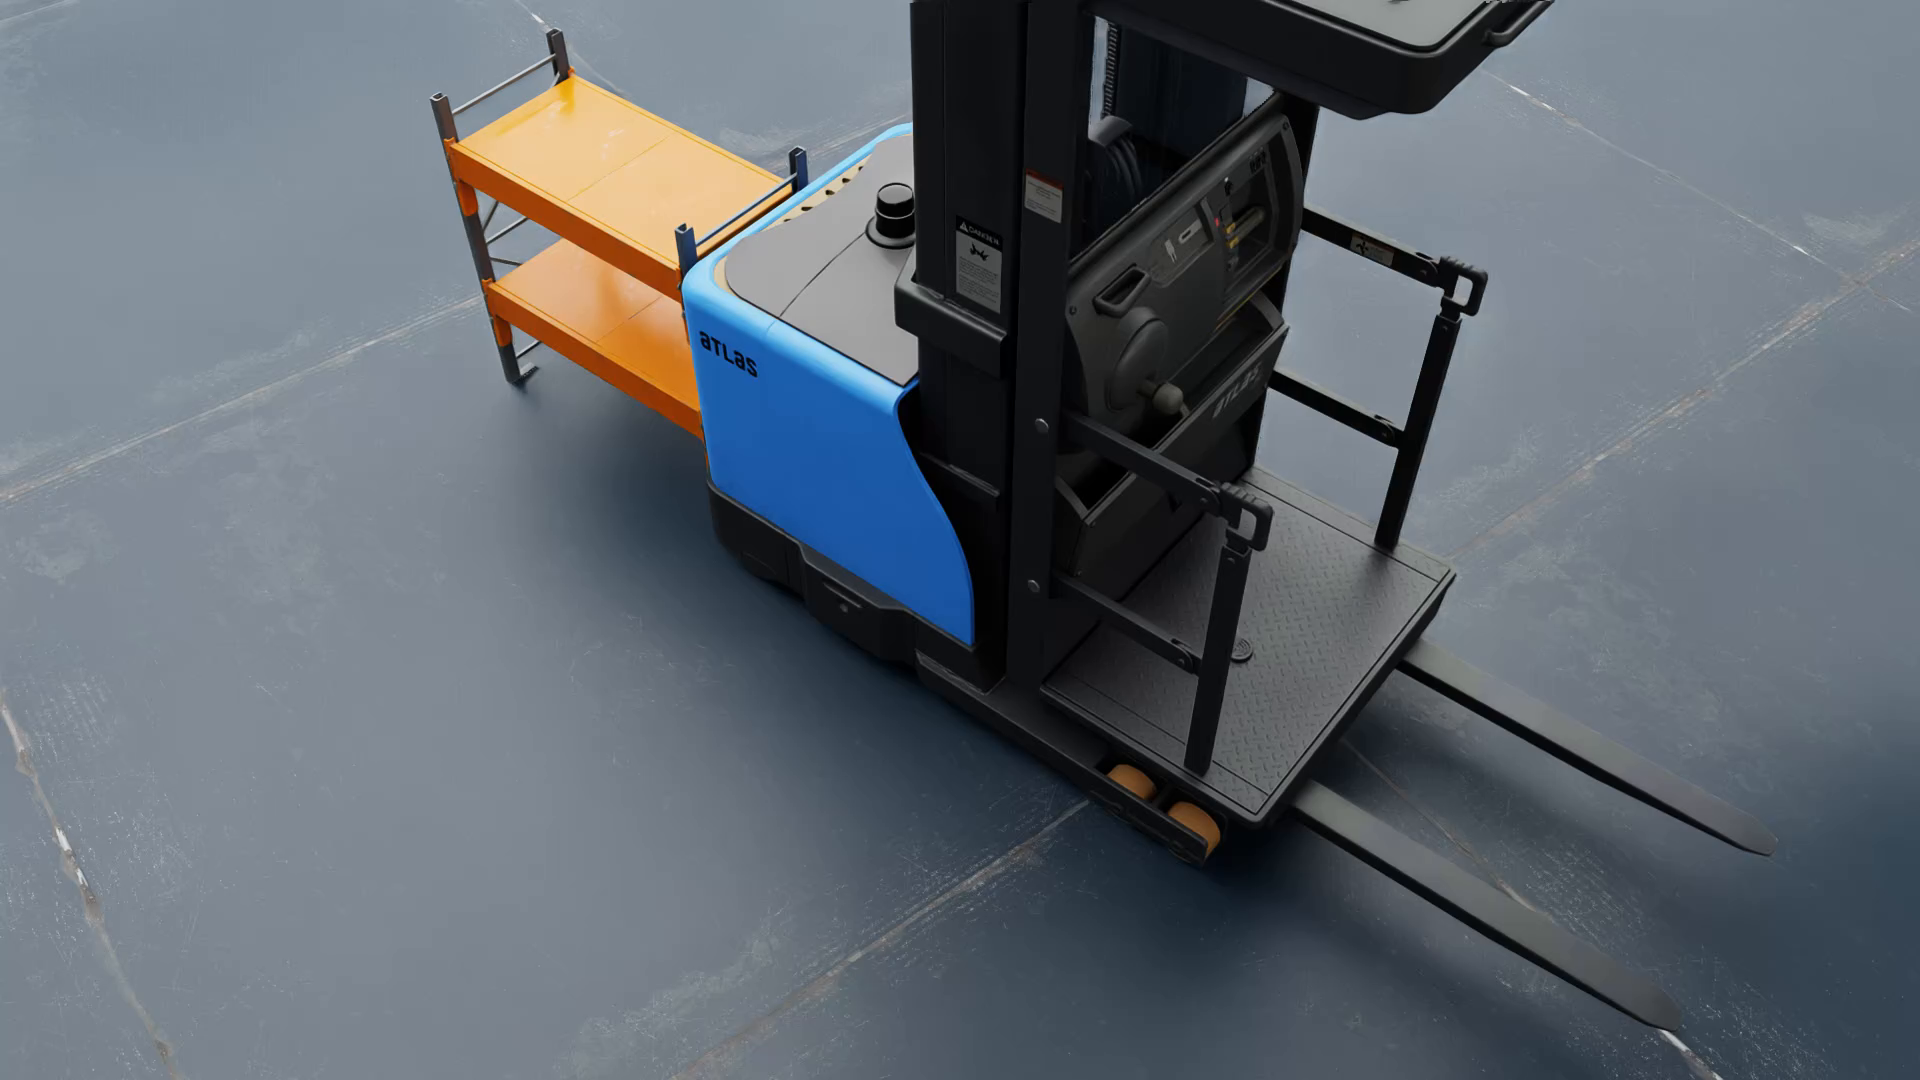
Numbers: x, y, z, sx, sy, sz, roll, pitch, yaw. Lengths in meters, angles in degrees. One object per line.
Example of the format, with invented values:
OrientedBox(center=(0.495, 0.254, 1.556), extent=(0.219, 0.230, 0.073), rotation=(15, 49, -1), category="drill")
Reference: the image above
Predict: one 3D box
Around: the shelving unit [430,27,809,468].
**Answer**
OrientedBox(center=(-1.004, -0.834, 5.247), extent=(1.048, 1.125, 0.538), rotation=(30, 55, 25), category="shelving unit")

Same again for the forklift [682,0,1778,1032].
OrientedBox(center=(0.702, -0.571, 3.789), extent=(3.031, 2.935, 1.130), rotation=(30, 55, 25), category="forklift")

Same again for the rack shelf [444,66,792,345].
OrientedBox(center=(-1.004, -1.030, 5.030), extent=(1.000, 0.278, 0.538), rotation=(30, 55, 25), category="rack shelf")

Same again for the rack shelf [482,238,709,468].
OrientedBox(center=(-1.004, -0.670, 5.428), extent=(1.000, 0.278, 0.538), rotation=(30, 55, 25), category="rack shelf")

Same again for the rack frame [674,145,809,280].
OrientedBox(center=(-0.606, -0.600, 5.034), extent=(0.032, 1.125, 0.500), rotation=(30, 55, 25), category="rack frame")

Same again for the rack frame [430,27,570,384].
OrientedBox(center=(-1.402, -1.068, 5.459), extent=(0.032, 1.125, 0.500), rotation=(30, 55, 25), category="rack frame")
